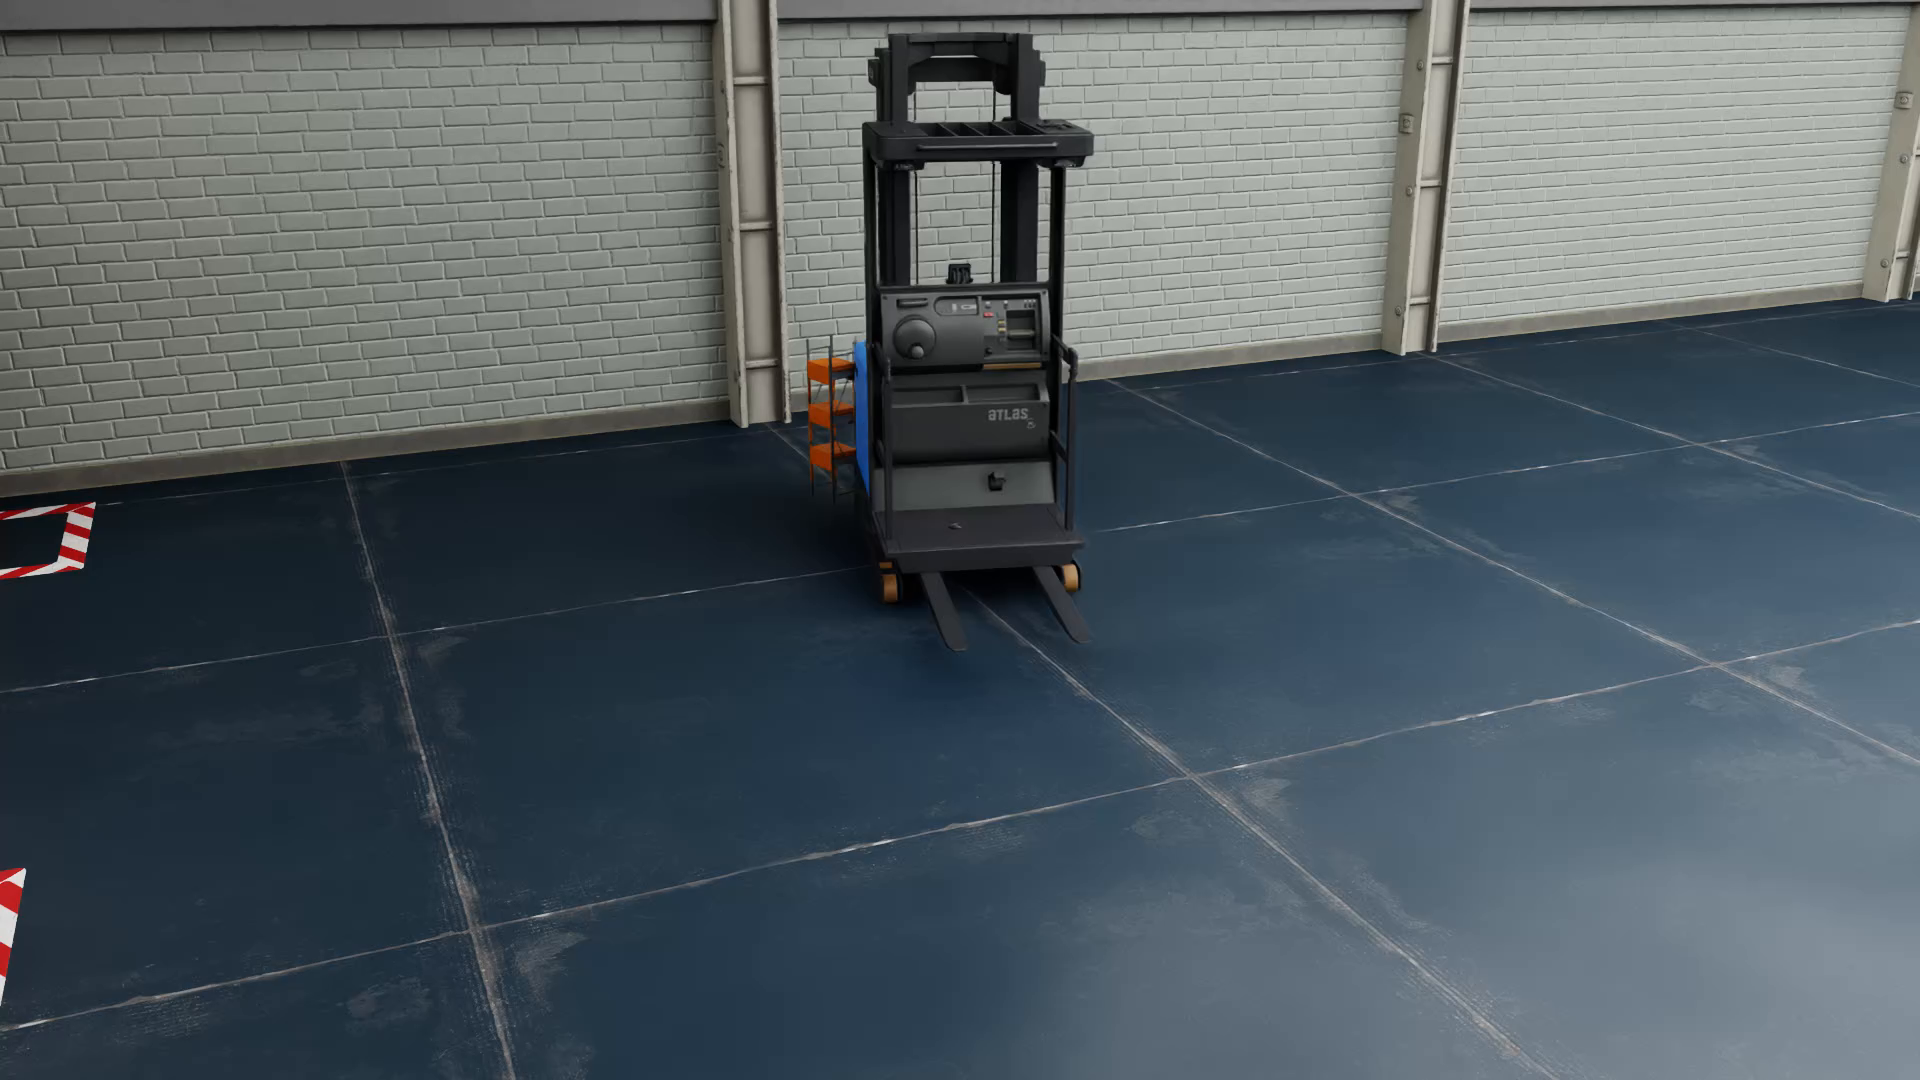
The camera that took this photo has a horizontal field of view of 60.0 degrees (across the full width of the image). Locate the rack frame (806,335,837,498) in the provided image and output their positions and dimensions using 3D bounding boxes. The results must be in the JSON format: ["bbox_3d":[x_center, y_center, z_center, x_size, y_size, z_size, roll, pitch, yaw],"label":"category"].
[{"bbox_3d":[-0.887,-0.788,10.679,0.200,1.050,0.008,-15,24,-36],"label":"rack frame"}]

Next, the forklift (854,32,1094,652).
[{"bbox_3d":[0.066,-1.163,8.911,1.130,2.935,3.031,-3,20,-8],"label":"forklift"}]

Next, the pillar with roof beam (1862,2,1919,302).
[{"bbox_3d":[11.212,-5.419,11.863,0.400,9.000,9.100,-8,21,-22],"label":"pillar with roof beam"}]

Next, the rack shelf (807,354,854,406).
[{"bbox_3d":[-0.810,-1.014,10.499,0.215,0.259,0.240,-15,24,-36],"label":"rack shelf"}]

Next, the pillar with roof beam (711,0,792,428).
[{"bbox_3d":[0.193,-3.840,7.380,0.400,9.000,9.100,-8,21,-22],"label":"pillar with roof beam"}]

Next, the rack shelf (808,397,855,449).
[{"bbox_3d":[-0.810,-0.746,10.593,0.215,0.259,0.240,-15,24,-36],"label":"rack shelf"}]

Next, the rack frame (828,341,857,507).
[{"bbox_3d":[-0.733,-0.725,10.500,0.200,1.050,0.008,-15,24,-36],"label":"rack frame"}]

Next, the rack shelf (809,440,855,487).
[{"bbox_3d":[-0.810,-0.484,10.686,0.215,0.259,0.240,-15,24,-36],"label":"rack shelf"}]

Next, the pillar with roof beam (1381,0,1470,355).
[{"bbox_3d":[5.702,-4.630,9.621,0.400,9.000,9.100,-8,21,-22],"label":"pillar with roof beam"}]

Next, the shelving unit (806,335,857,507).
[{"bbox_3d":[-0.810,-0.756,10.590,0.215,1.050,0.252,-15,24,-36],"label":"shelving unit"}]
